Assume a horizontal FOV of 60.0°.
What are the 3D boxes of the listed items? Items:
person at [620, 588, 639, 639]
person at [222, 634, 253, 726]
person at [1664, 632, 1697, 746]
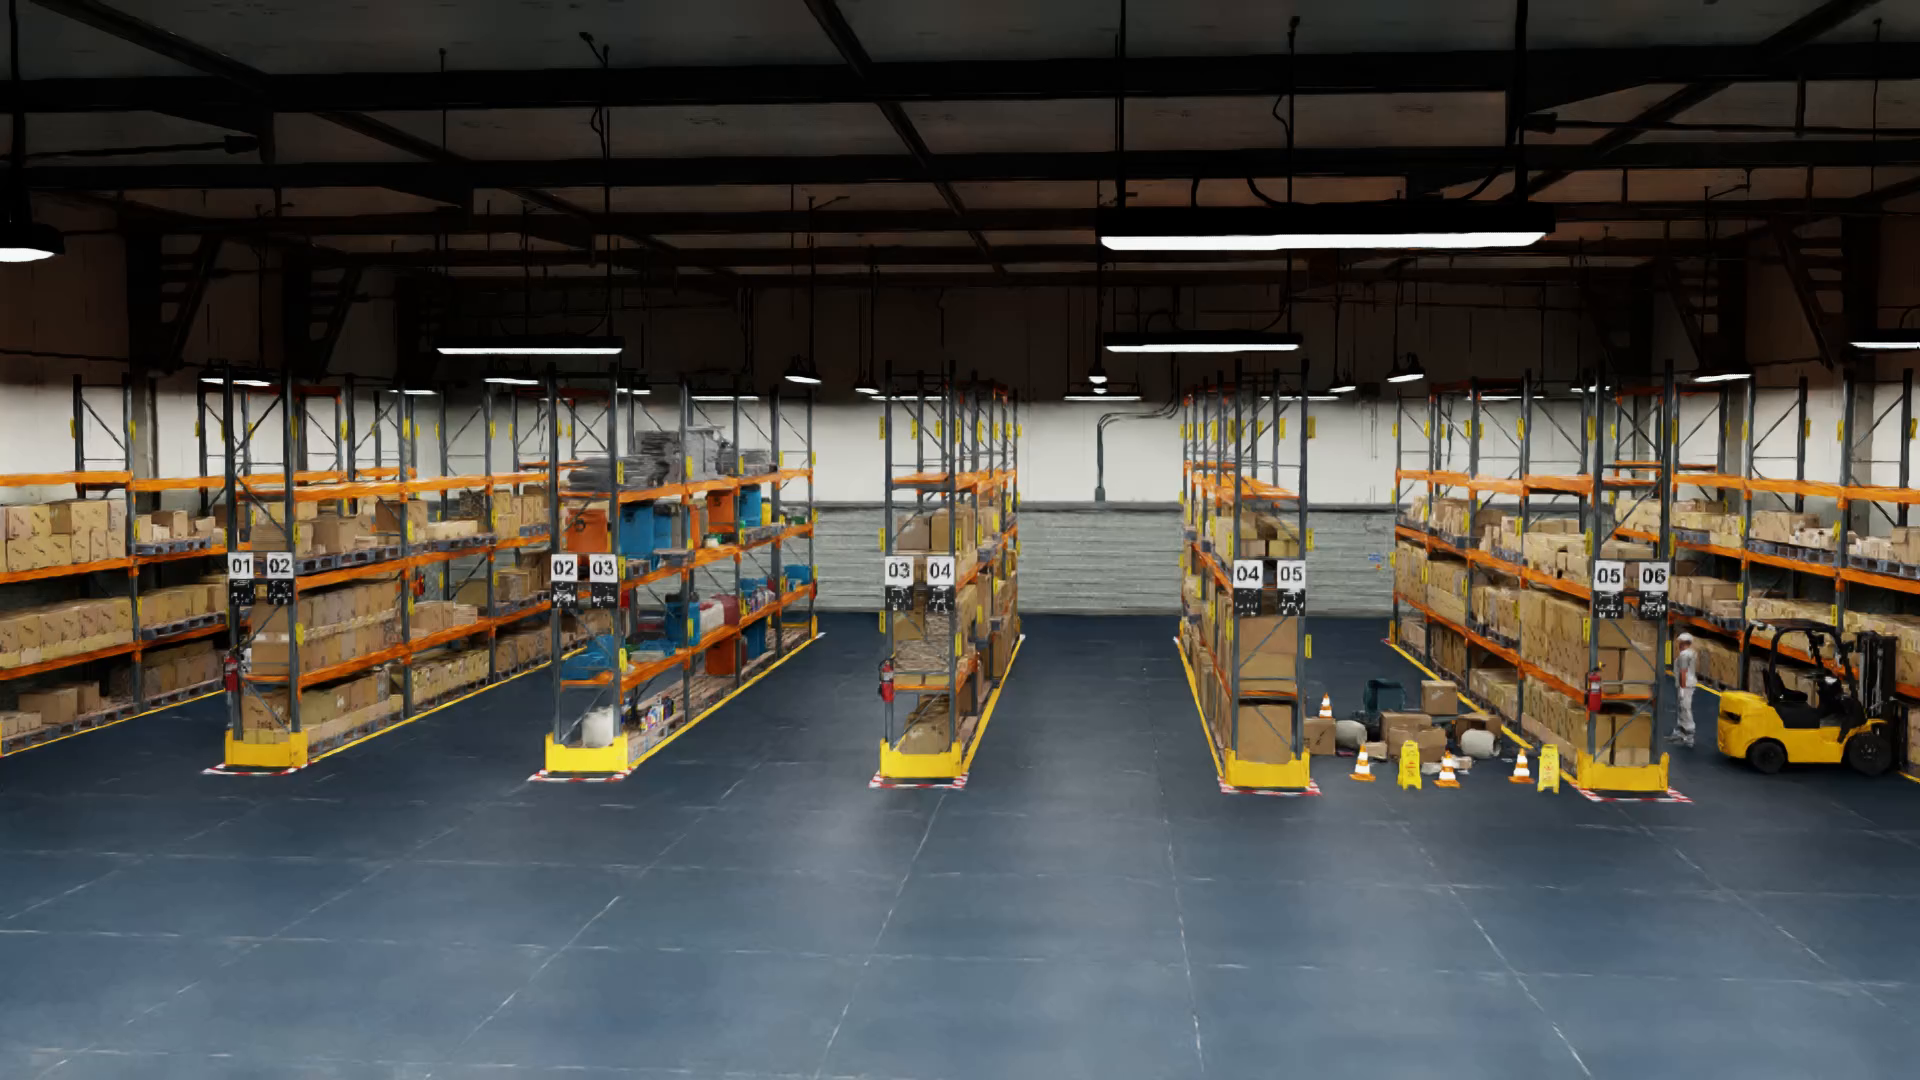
[{"bbox_3d":[-7.774,1.627,38.576,0.539,1.645,1.109,0,4,7],"label":"person"},{"bbox_3d":[-12.093,2.356,27.961,0.639,1.632,0.512,0,4,3],"label":"person"},{"bbox_3d":[11.484,2.351,26.496,0.487,1.787,0.608,3,5,35],"label":"person"}]
